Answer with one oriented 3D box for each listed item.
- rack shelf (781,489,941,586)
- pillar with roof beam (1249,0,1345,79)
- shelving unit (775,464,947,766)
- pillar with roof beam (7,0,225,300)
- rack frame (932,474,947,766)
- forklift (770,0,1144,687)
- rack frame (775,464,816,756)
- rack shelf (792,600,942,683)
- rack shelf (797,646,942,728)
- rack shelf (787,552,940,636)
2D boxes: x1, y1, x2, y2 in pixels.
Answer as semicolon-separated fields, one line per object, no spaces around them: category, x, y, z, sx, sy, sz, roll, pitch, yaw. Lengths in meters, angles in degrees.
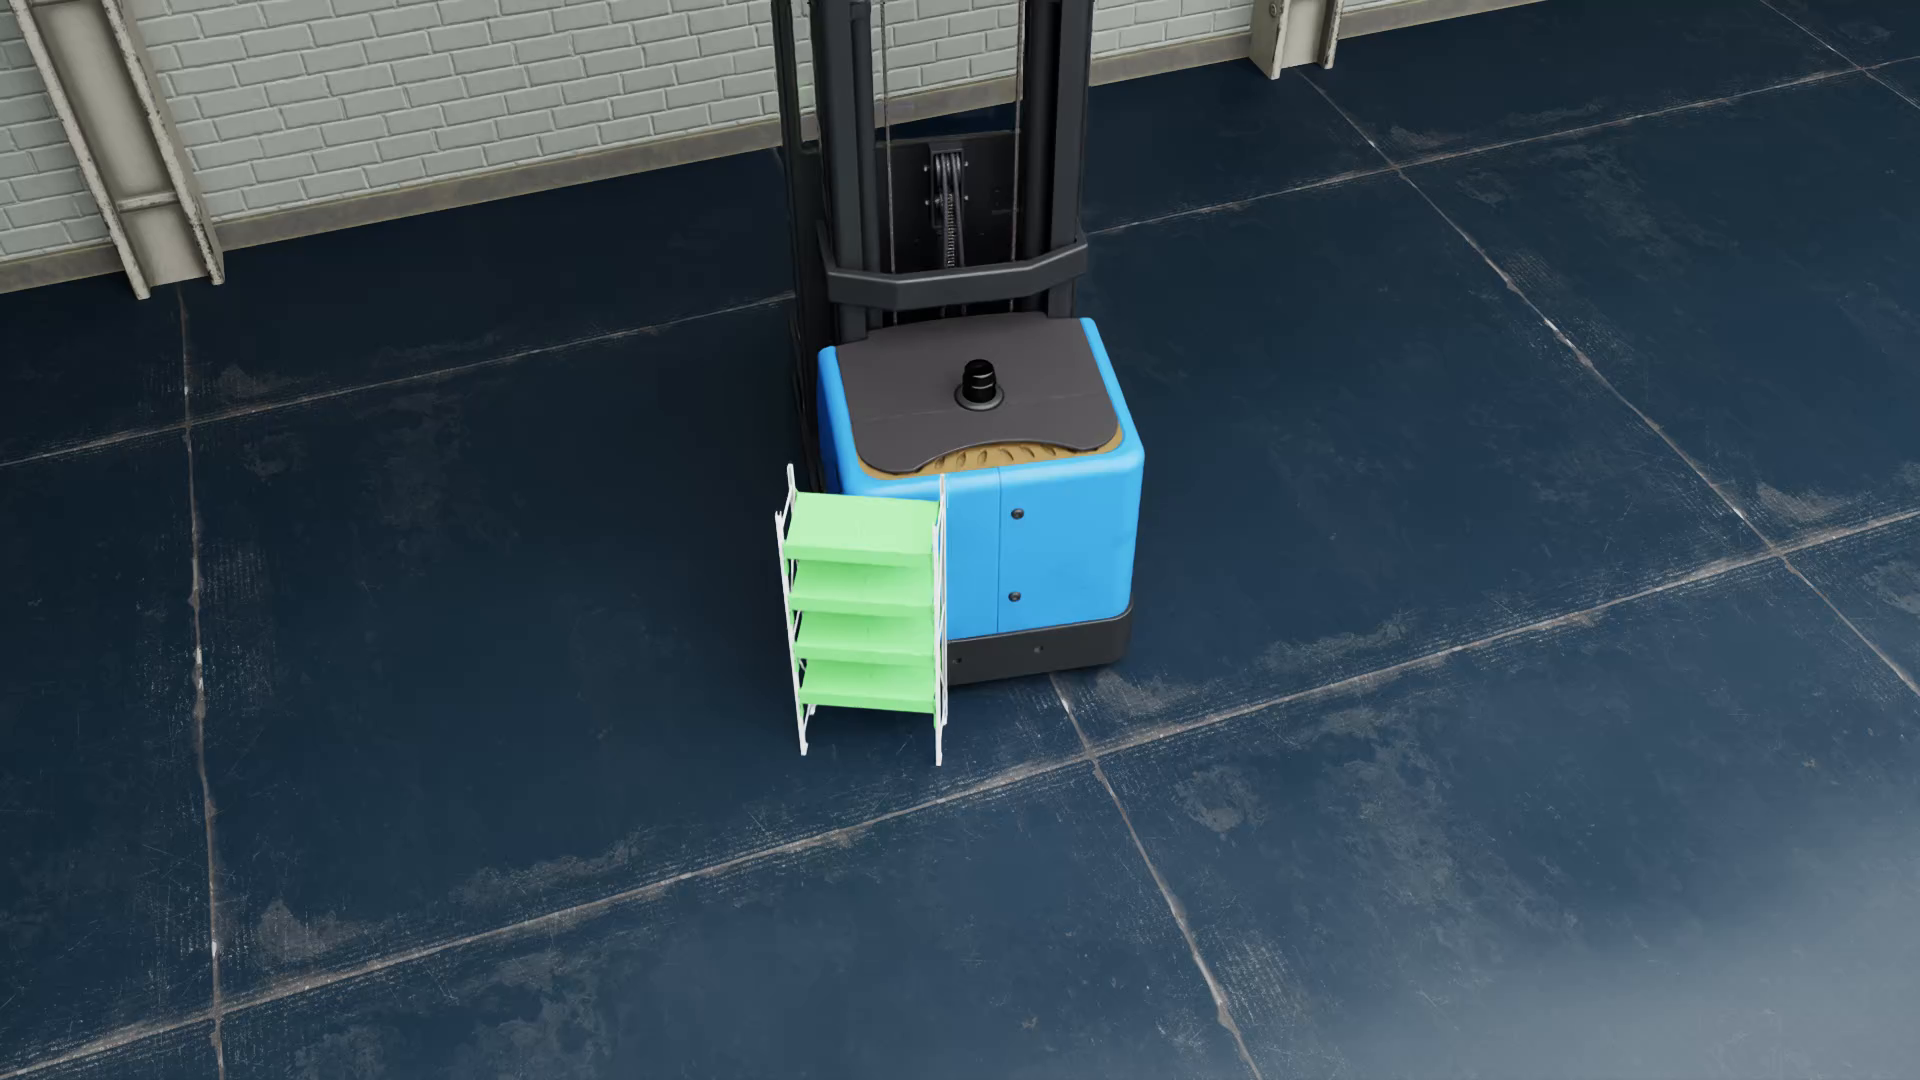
rack shelf;-0.308;-0.010;5.325;0.480;0.148;0.258;4;45;4
pillar with roof beam;3.338;-3.040;3.427;0.400;9.000;9.100;-14;47;-14
shelving unit;-0.308;0.284;5.620;0.503;1.200;0.258;4;45;4
pillar with roof beam;-2.305;-1.597;1.989;0.400;9.000;9.100;-14;47;-14
rack frame;-0.065;0.300;5.604;0.015;1.200;0.240;4;45;4
forklift;-0.136;-1.525;6.201;1.130;2.935;3.031;-7;46;-7
rack frame;-0.551;0.267;5.637;0.015;1.200;0.240;4;45;4
rack shelf;-0.308;0.329;5.665;0.480;0.148;0.258;4;45;4
rack shelf;-0.308;0.498;5.835;0.480;0.148;0.258;4;45;4
rack shelf;-0.308;0.159;5.495;0.480;0.148;0.258;4;45;4
